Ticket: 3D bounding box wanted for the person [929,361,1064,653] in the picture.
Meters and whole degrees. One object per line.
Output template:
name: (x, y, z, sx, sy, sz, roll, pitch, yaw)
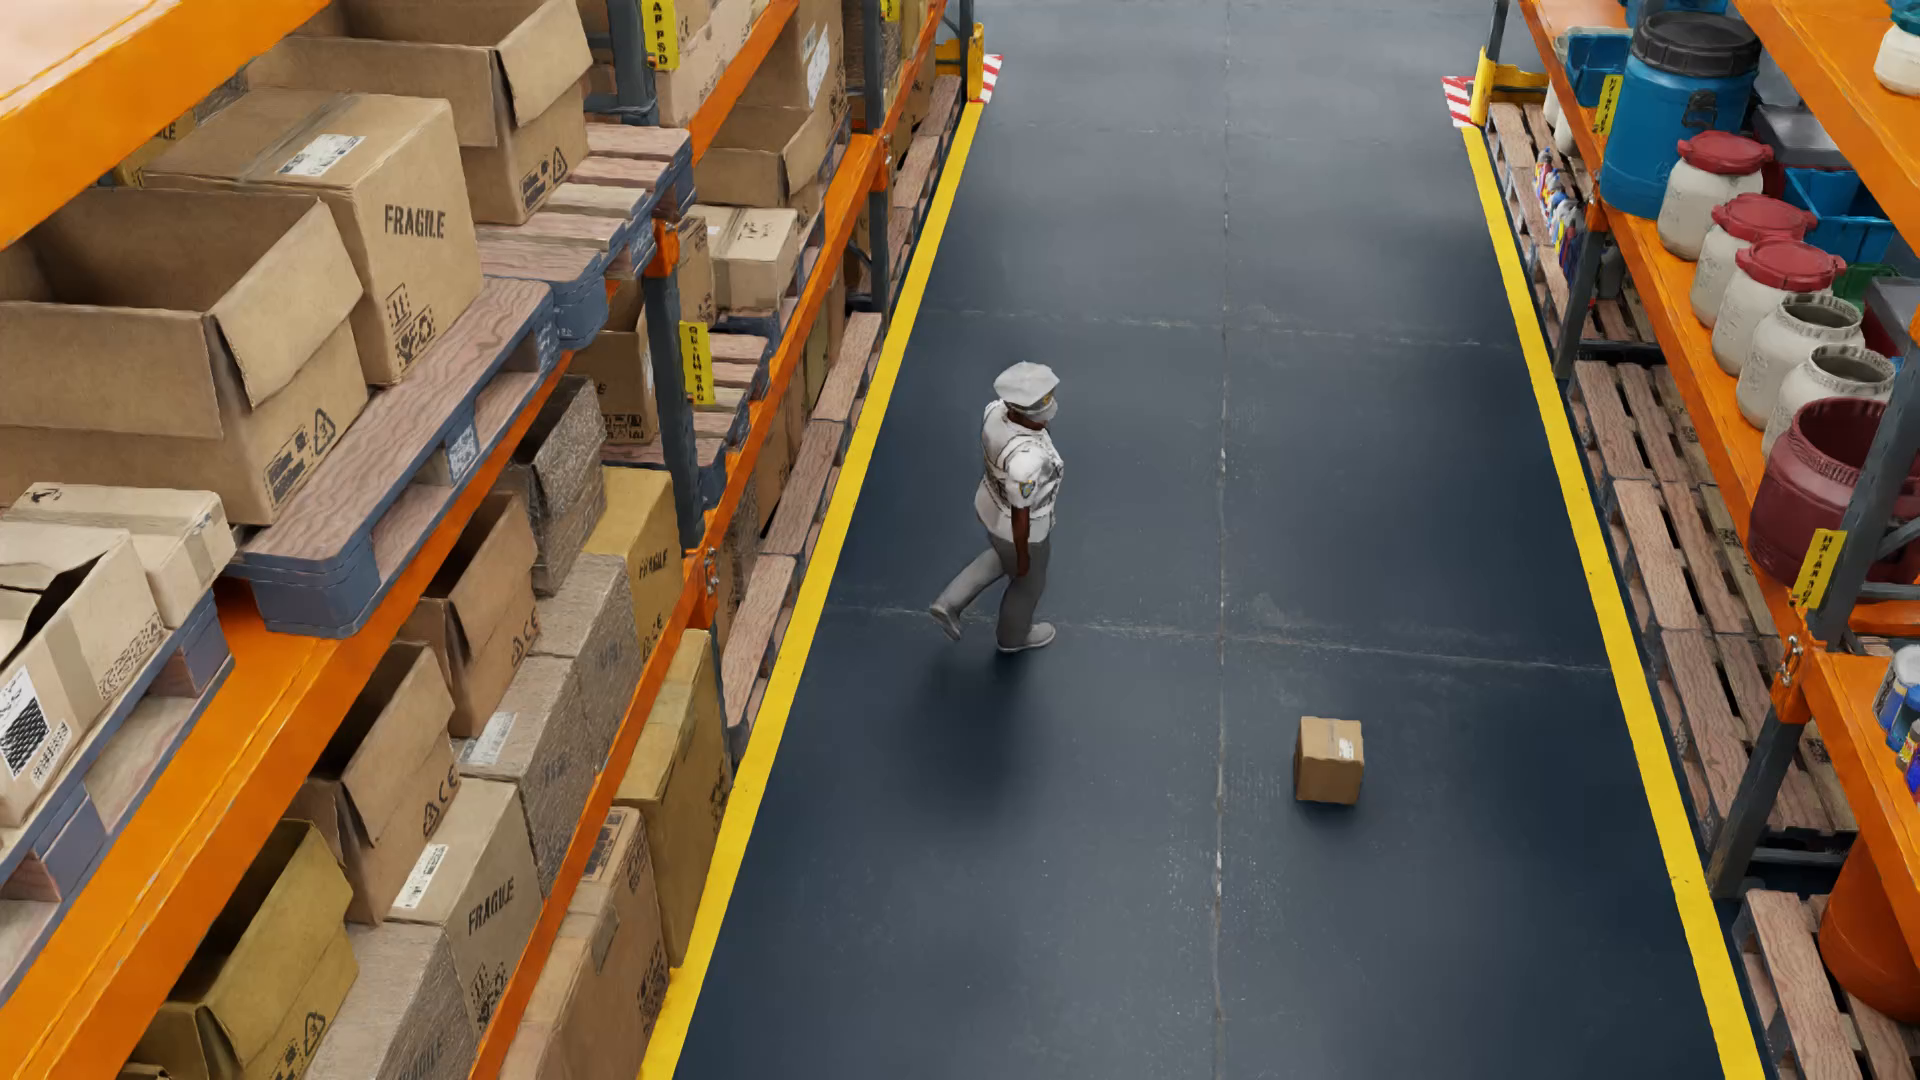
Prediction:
person: (0.214, -0.072, 7.160, 0.605, 1.629, 0.540, -13, 38, -17)
